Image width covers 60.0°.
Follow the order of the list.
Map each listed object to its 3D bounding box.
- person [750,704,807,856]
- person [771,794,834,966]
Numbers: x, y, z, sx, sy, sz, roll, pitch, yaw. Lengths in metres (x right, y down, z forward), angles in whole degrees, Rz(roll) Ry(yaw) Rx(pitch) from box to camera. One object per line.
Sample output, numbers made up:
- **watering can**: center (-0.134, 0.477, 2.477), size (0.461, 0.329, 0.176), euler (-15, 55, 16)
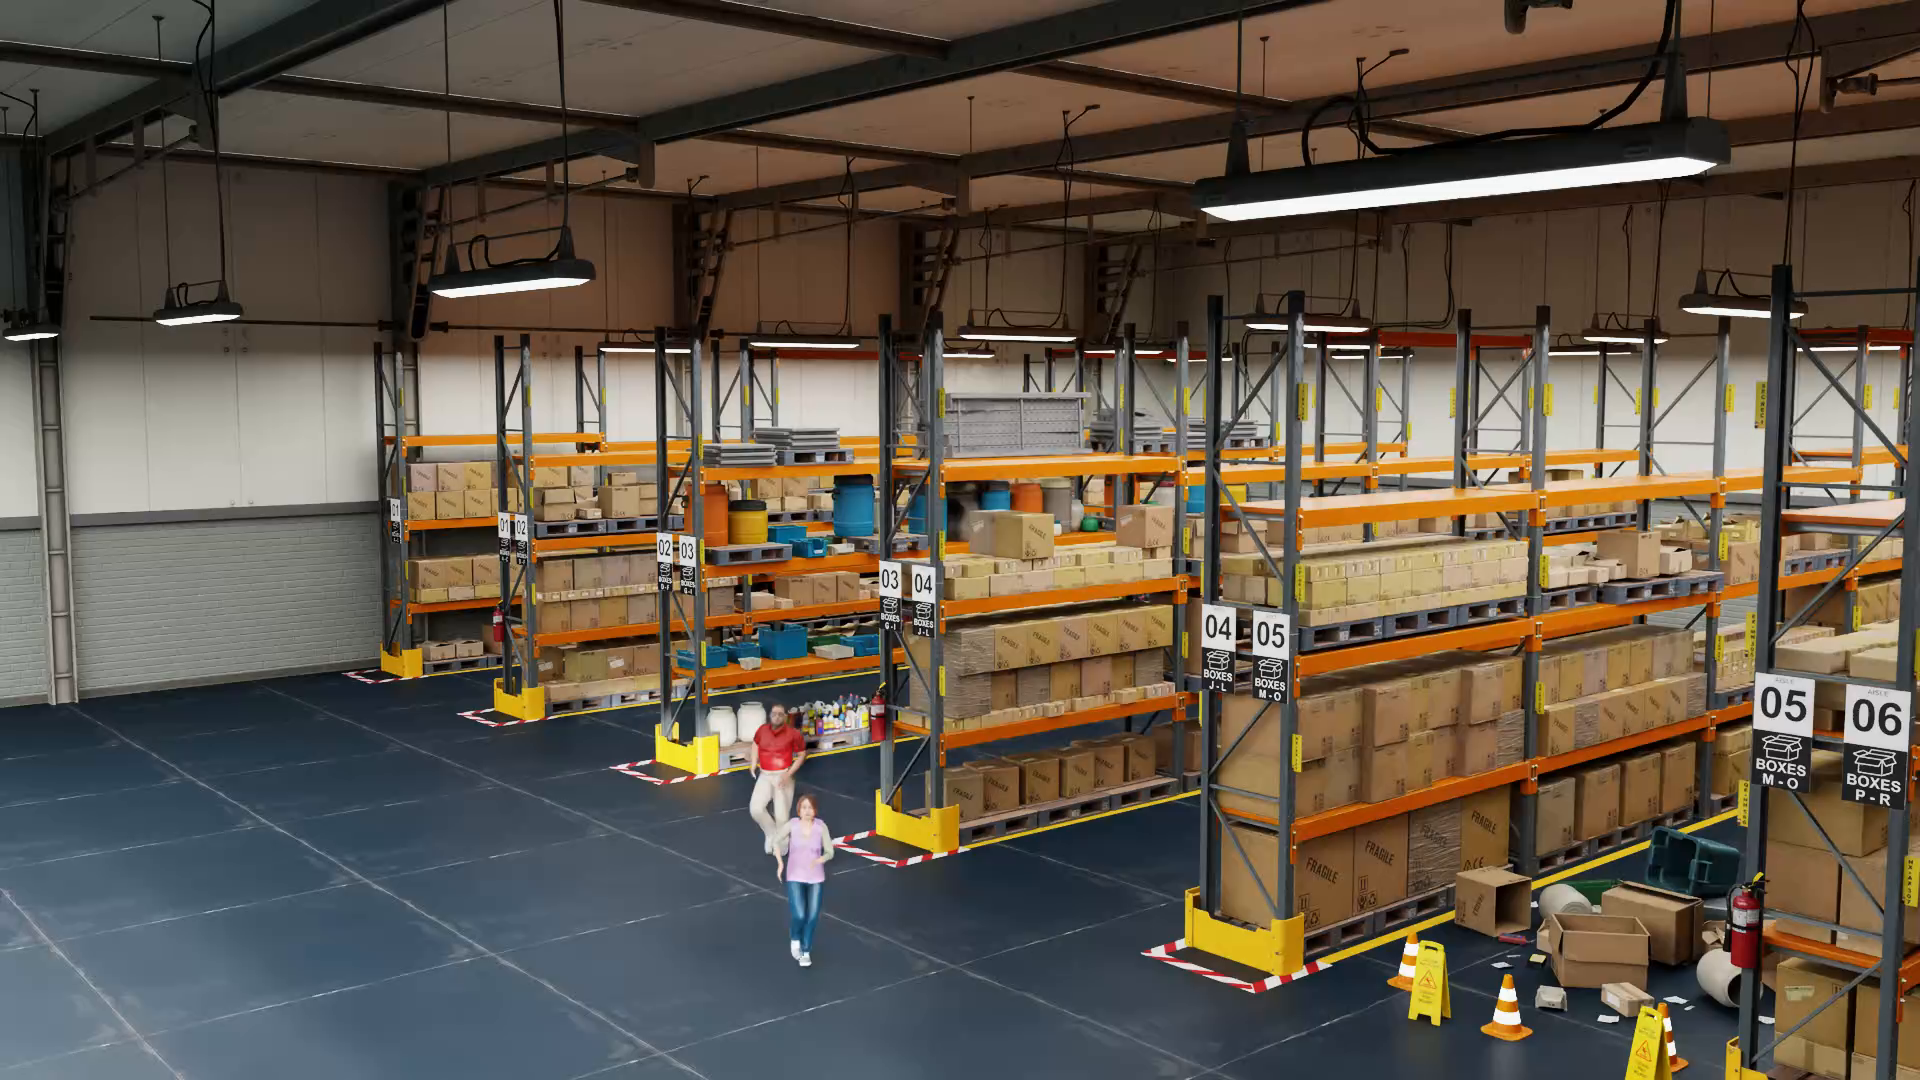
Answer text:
- **person**: center (-2.051, 2.653, 18.341), size (0.675, 1.684, 0.558), euler (2, 5, 16)
- **person**: center (-1.381, 3.036, 14.773), size (0.533, 1.562, 0.552), euler (-1, 5, -13)
